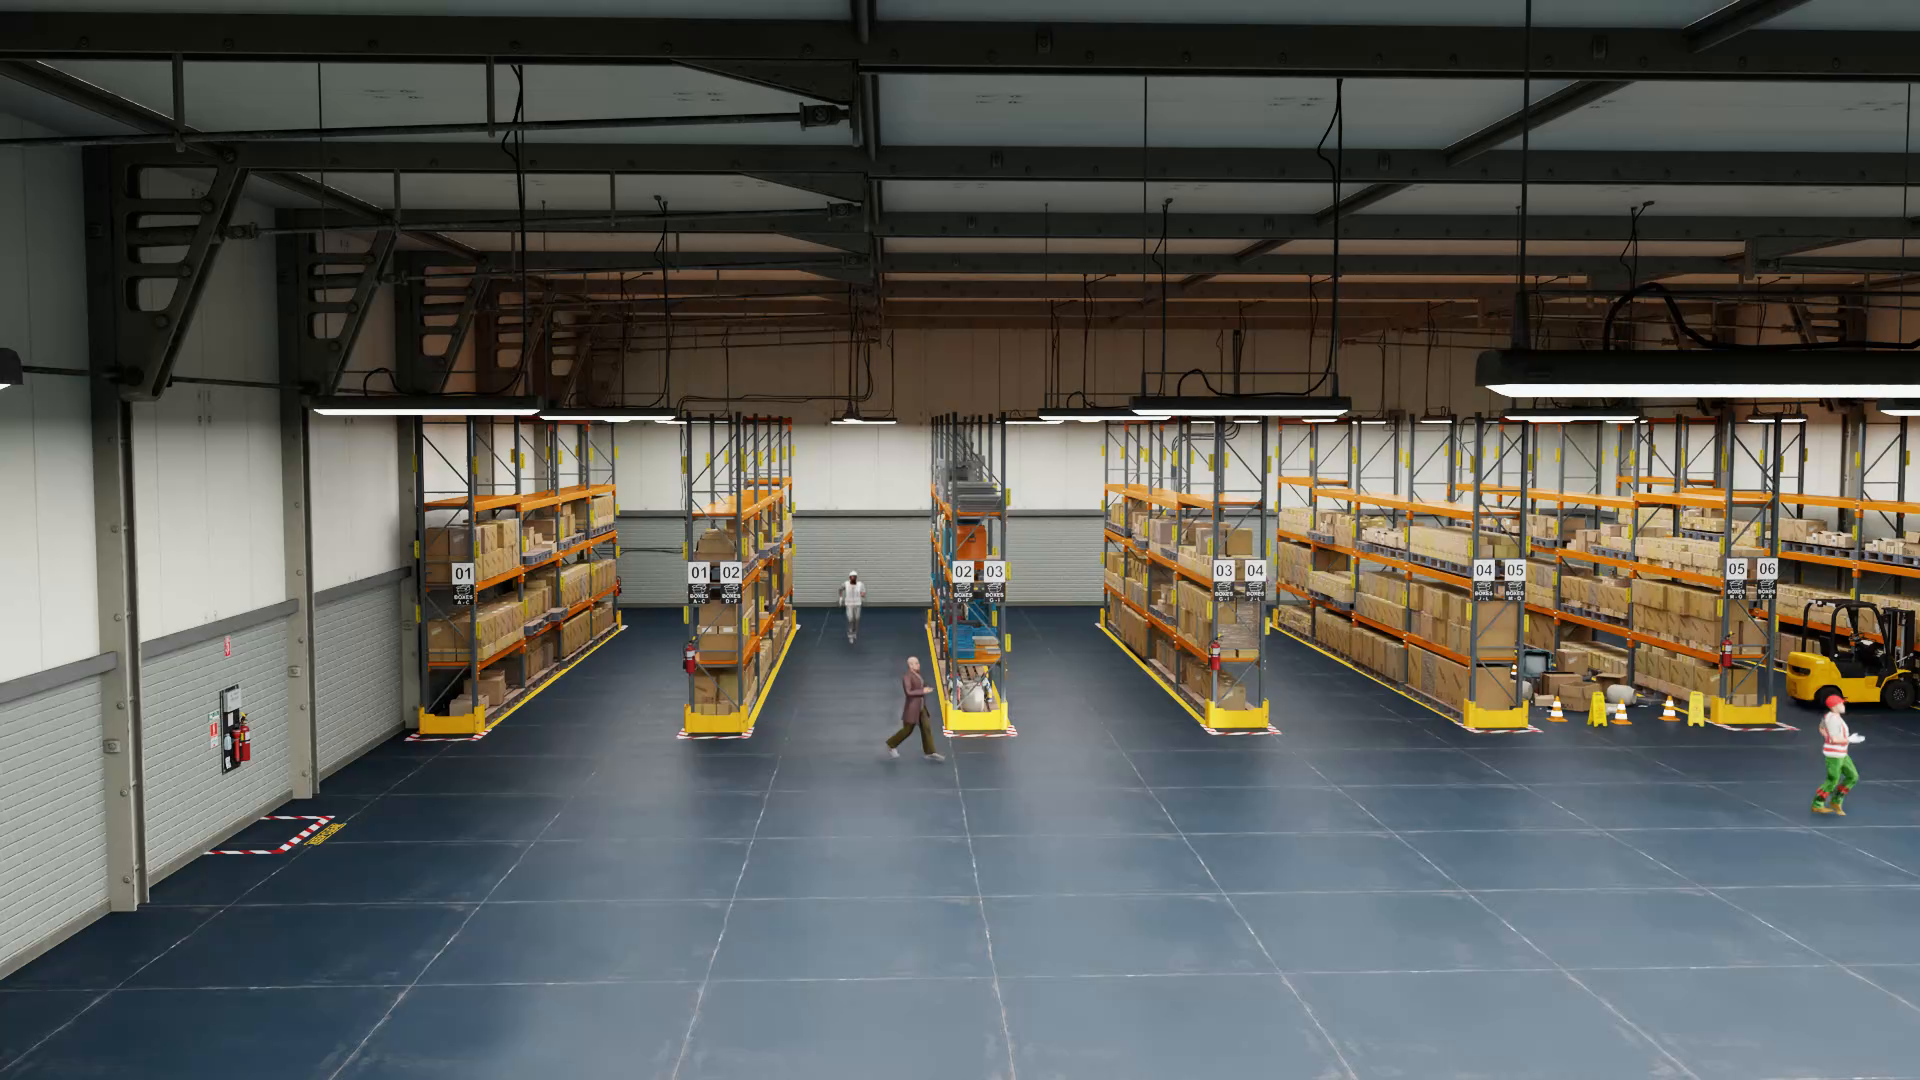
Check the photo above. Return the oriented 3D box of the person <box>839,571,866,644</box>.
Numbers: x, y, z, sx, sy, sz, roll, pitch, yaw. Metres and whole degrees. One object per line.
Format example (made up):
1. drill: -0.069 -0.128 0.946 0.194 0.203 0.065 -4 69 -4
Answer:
1. person: -2.750 1.710 42.693 0.669 1.832 0.802 -1 4 -14

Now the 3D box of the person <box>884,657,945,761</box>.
1. person: -0.780 2.869 28.379 1.075 1.756 0.704 2 4 25

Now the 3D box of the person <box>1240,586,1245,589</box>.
1. person: 8.309 1.595 48.118 0.737 1.697 0.609 3 5 35

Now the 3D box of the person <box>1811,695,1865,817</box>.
1. person: 12.875 3.175 24.366 0.682 1.809 0.635 3 5 35
